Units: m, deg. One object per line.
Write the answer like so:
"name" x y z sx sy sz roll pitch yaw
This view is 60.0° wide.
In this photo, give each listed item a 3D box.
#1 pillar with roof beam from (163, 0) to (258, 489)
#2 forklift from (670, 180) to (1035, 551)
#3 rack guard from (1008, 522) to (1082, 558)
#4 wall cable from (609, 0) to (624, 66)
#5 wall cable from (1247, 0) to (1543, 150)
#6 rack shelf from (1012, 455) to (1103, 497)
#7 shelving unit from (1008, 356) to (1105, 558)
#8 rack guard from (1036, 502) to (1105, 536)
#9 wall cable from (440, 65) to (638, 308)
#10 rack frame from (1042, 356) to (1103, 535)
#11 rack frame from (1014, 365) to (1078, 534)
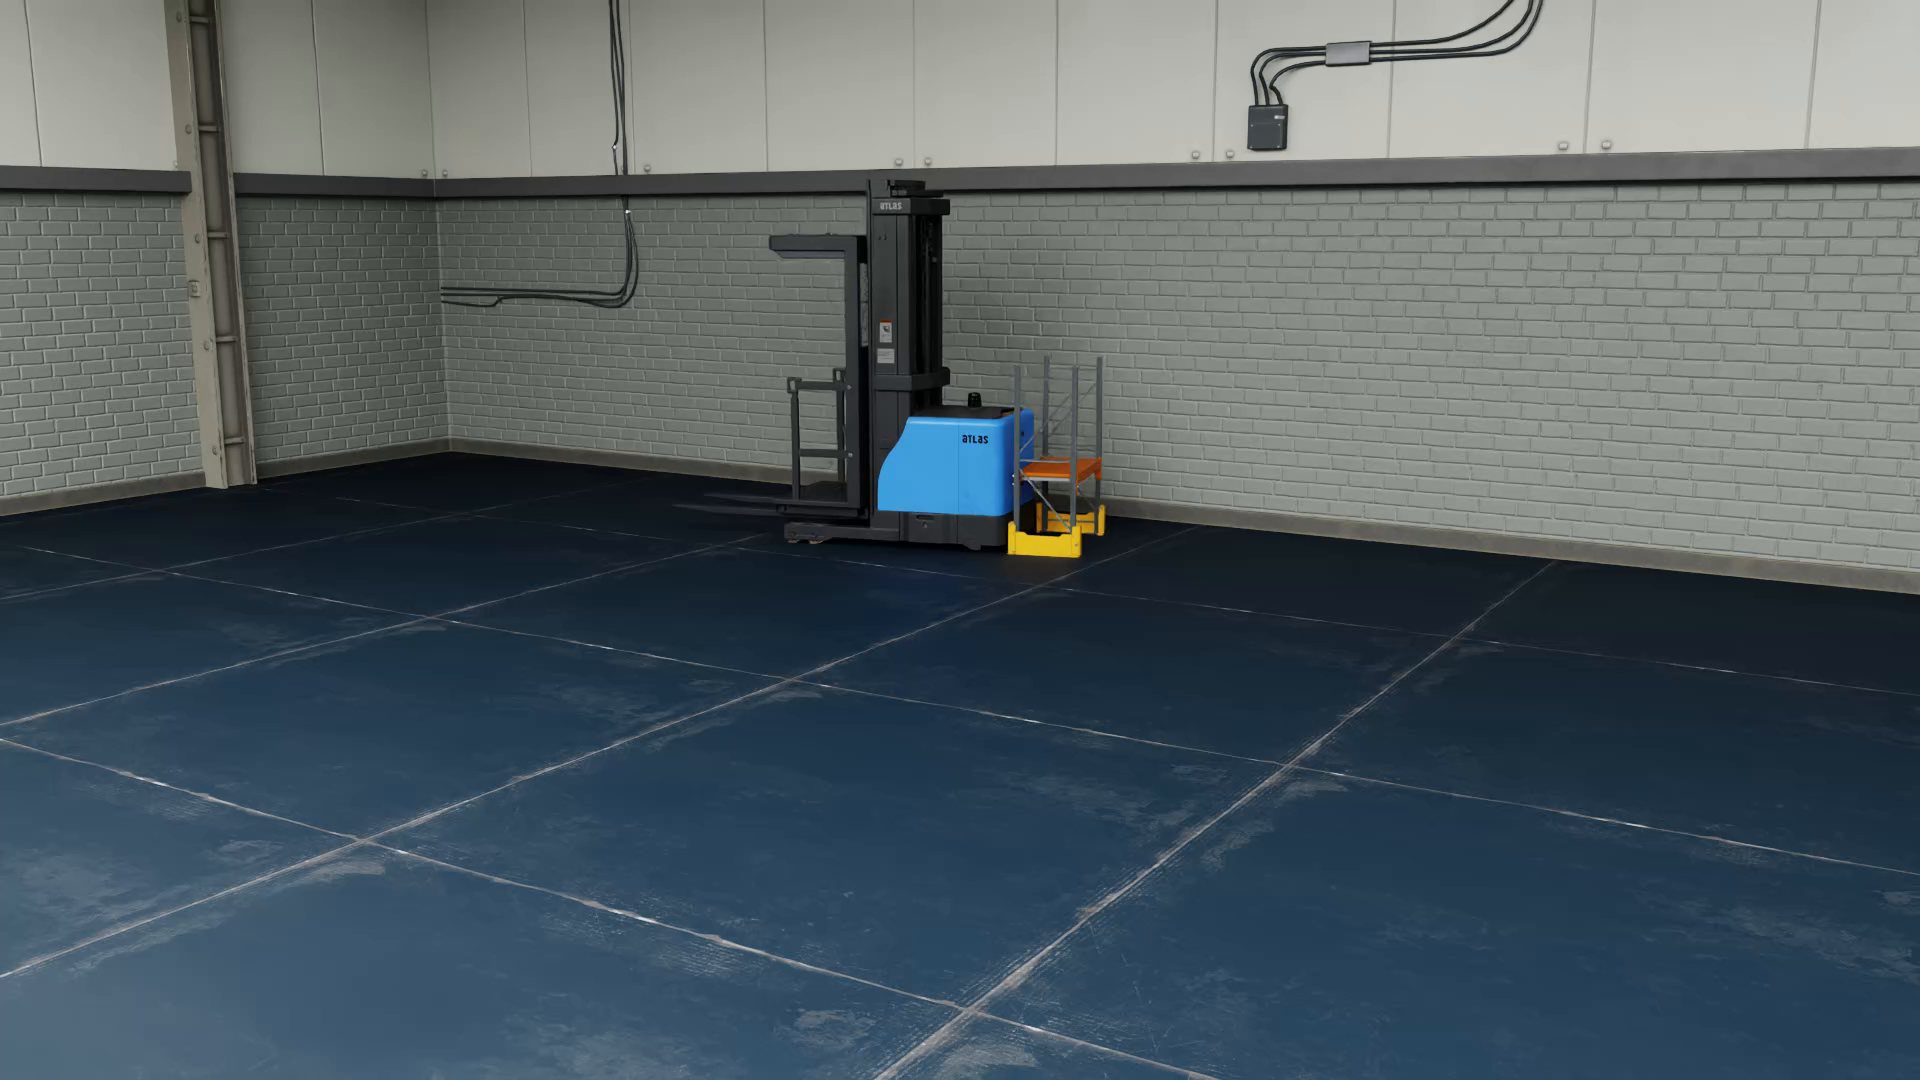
"pillar with roof beam" -3.706 -4.570 13.825 9.100 9.000 0.400 6 12 31
"forklift" -0.943 -1.493 13.879 3.031 2.935 1.130 3 11 18
"rack guard" 0.672 -0.003 13.206 0.587 0.250 0.087 3 11 15
"wall cable" -2.413 -6.016 16.262 3.097 2.526 0.112 6 12 31
"wall cable" 3.380 -6.080 12.651 2.305 6.003 0.169 6 12 31
"rack shelf" 0.809 -0.531 13.604 0.538 0.185 1.000 3 11 15
"shelving unit" 0.806 -0.706 13.563 0.587 1.500 1.083 3 11 15
"rack guard" 0.941 -0.180 14.149 0.587 0.250 0.087 3 11 15
"wall cable" -4.726 -3.792 18.107 3.097 2.526 0.112 6 12 31
"rack frame" 0.946 -0.797 14.052 0.500 1.500 0.032 3 11 15
"rack frame" 0.671 -0.617 13.090 0.500 1.500 0.032 3 11 15
